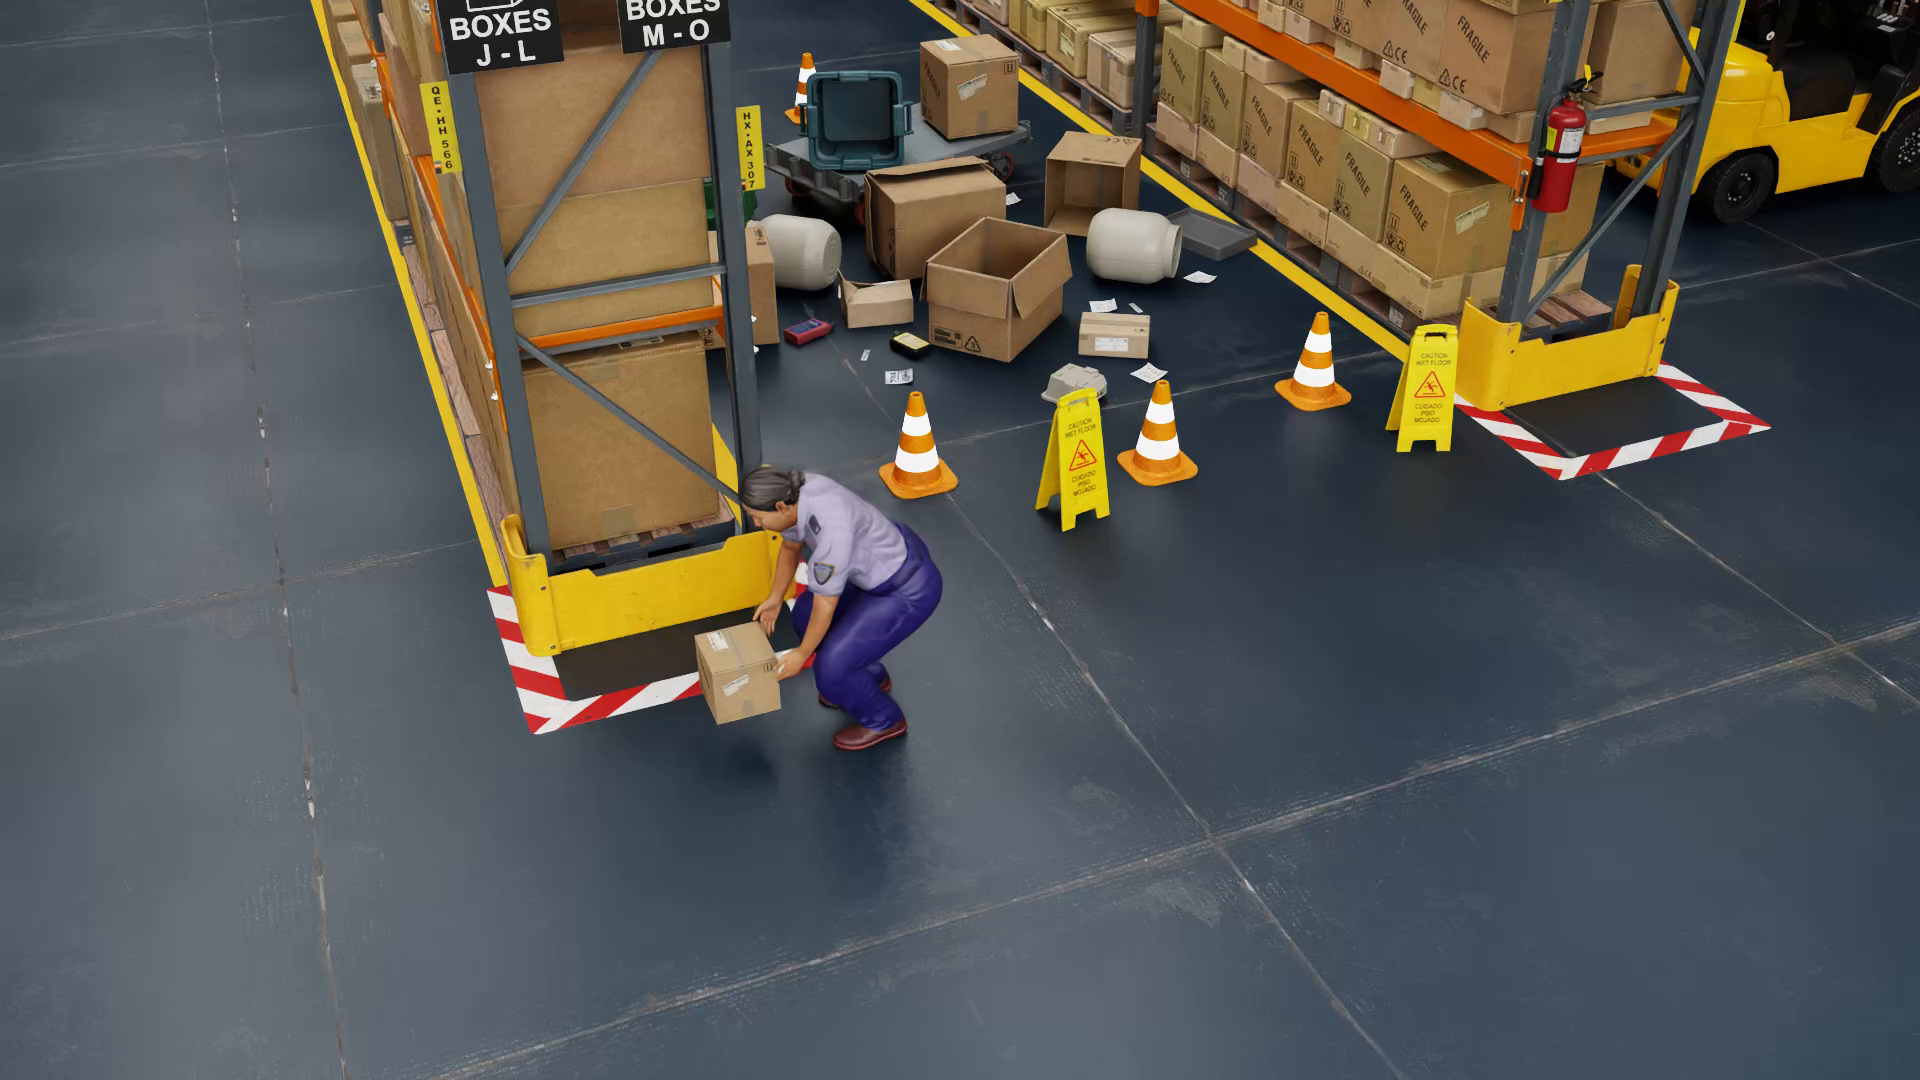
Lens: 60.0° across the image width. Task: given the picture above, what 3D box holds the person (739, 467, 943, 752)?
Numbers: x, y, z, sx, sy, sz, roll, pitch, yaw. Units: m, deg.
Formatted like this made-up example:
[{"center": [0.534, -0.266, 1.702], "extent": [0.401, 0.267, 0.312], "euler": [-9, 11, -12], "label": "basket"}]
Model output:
[{"center": [-0.427, 0.215, 6.216], "extent": [0.727, 1.230, 0.540], "euler": [-10, 35, -14], "label": "person"}]
